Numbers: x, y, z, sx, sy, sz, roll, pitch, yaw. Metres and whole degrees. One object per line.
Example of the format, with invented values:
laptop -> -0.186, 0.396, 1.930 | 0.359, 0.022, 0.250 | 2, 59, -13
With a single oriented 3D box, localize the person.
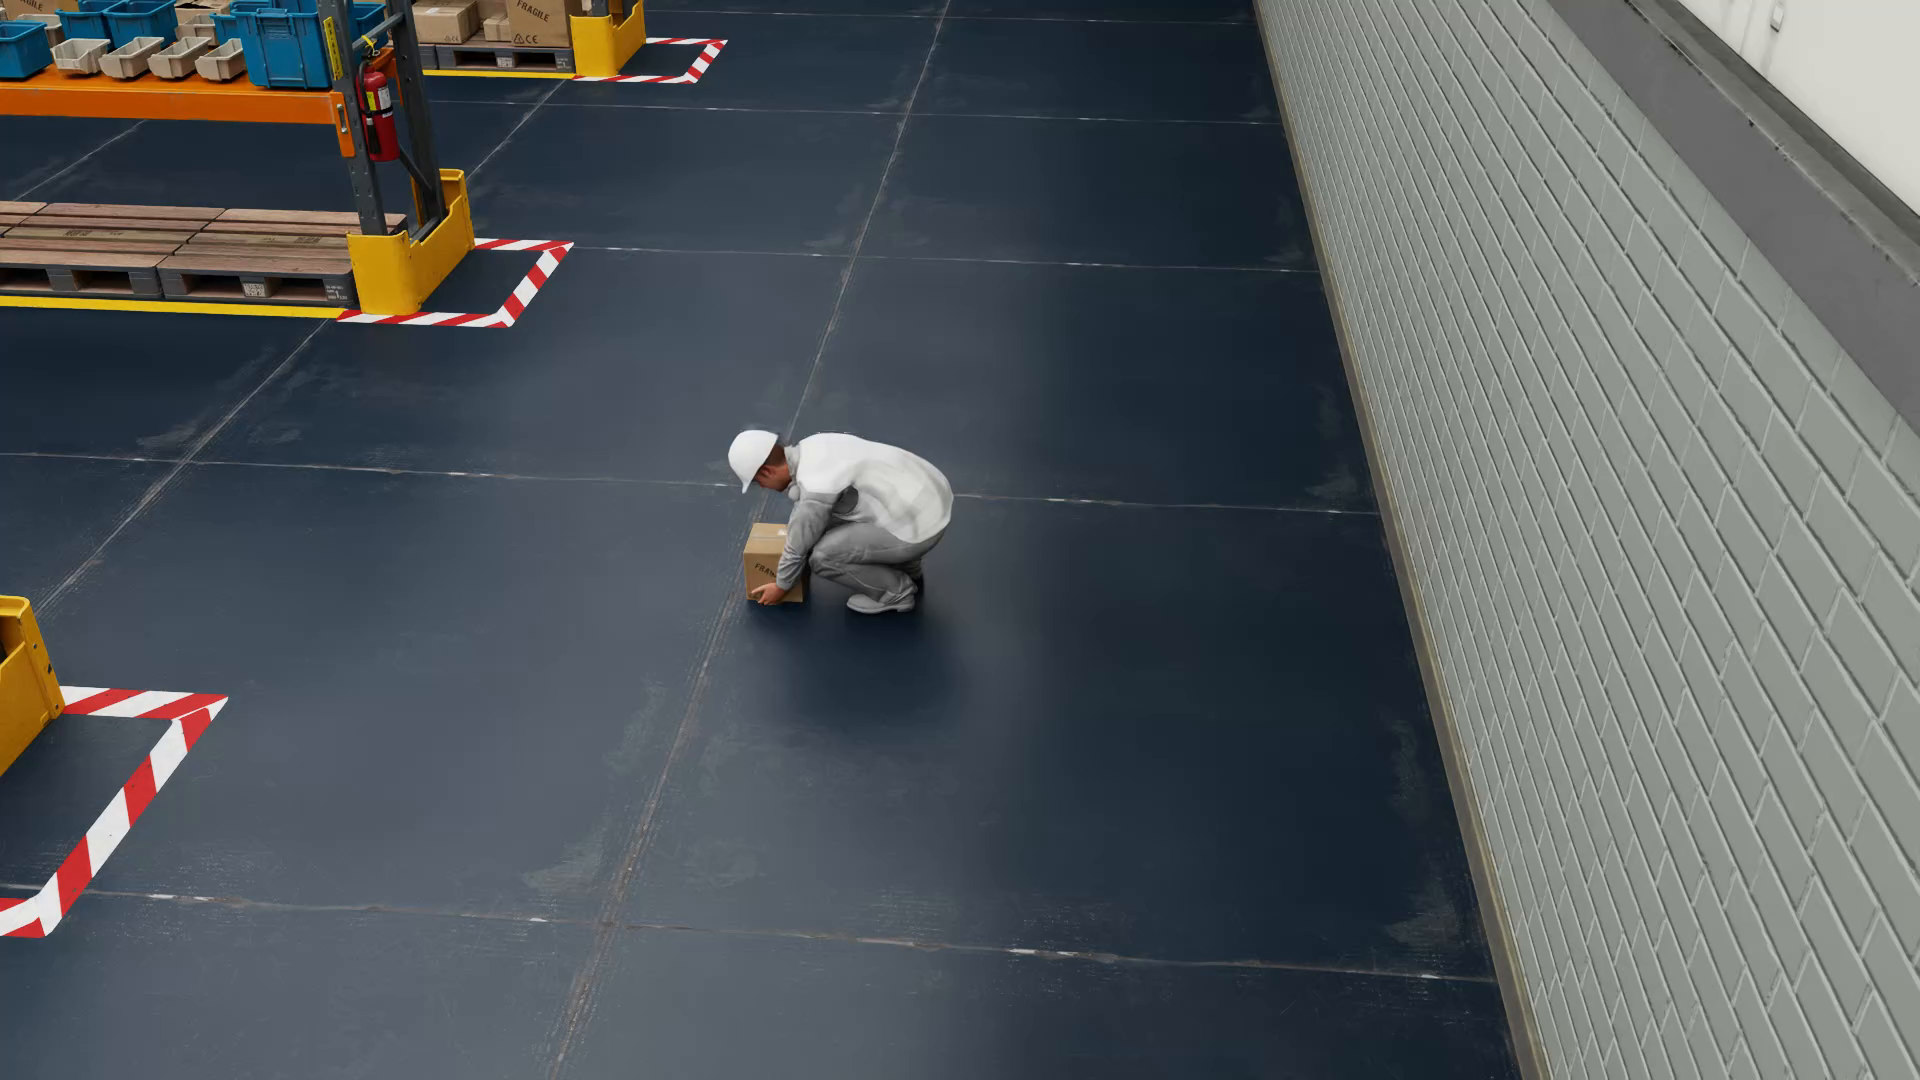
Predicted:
person -> -0.513, -0.097, 7.240 | 0.931, 0.862, 0.528 | 2, 32, 4
